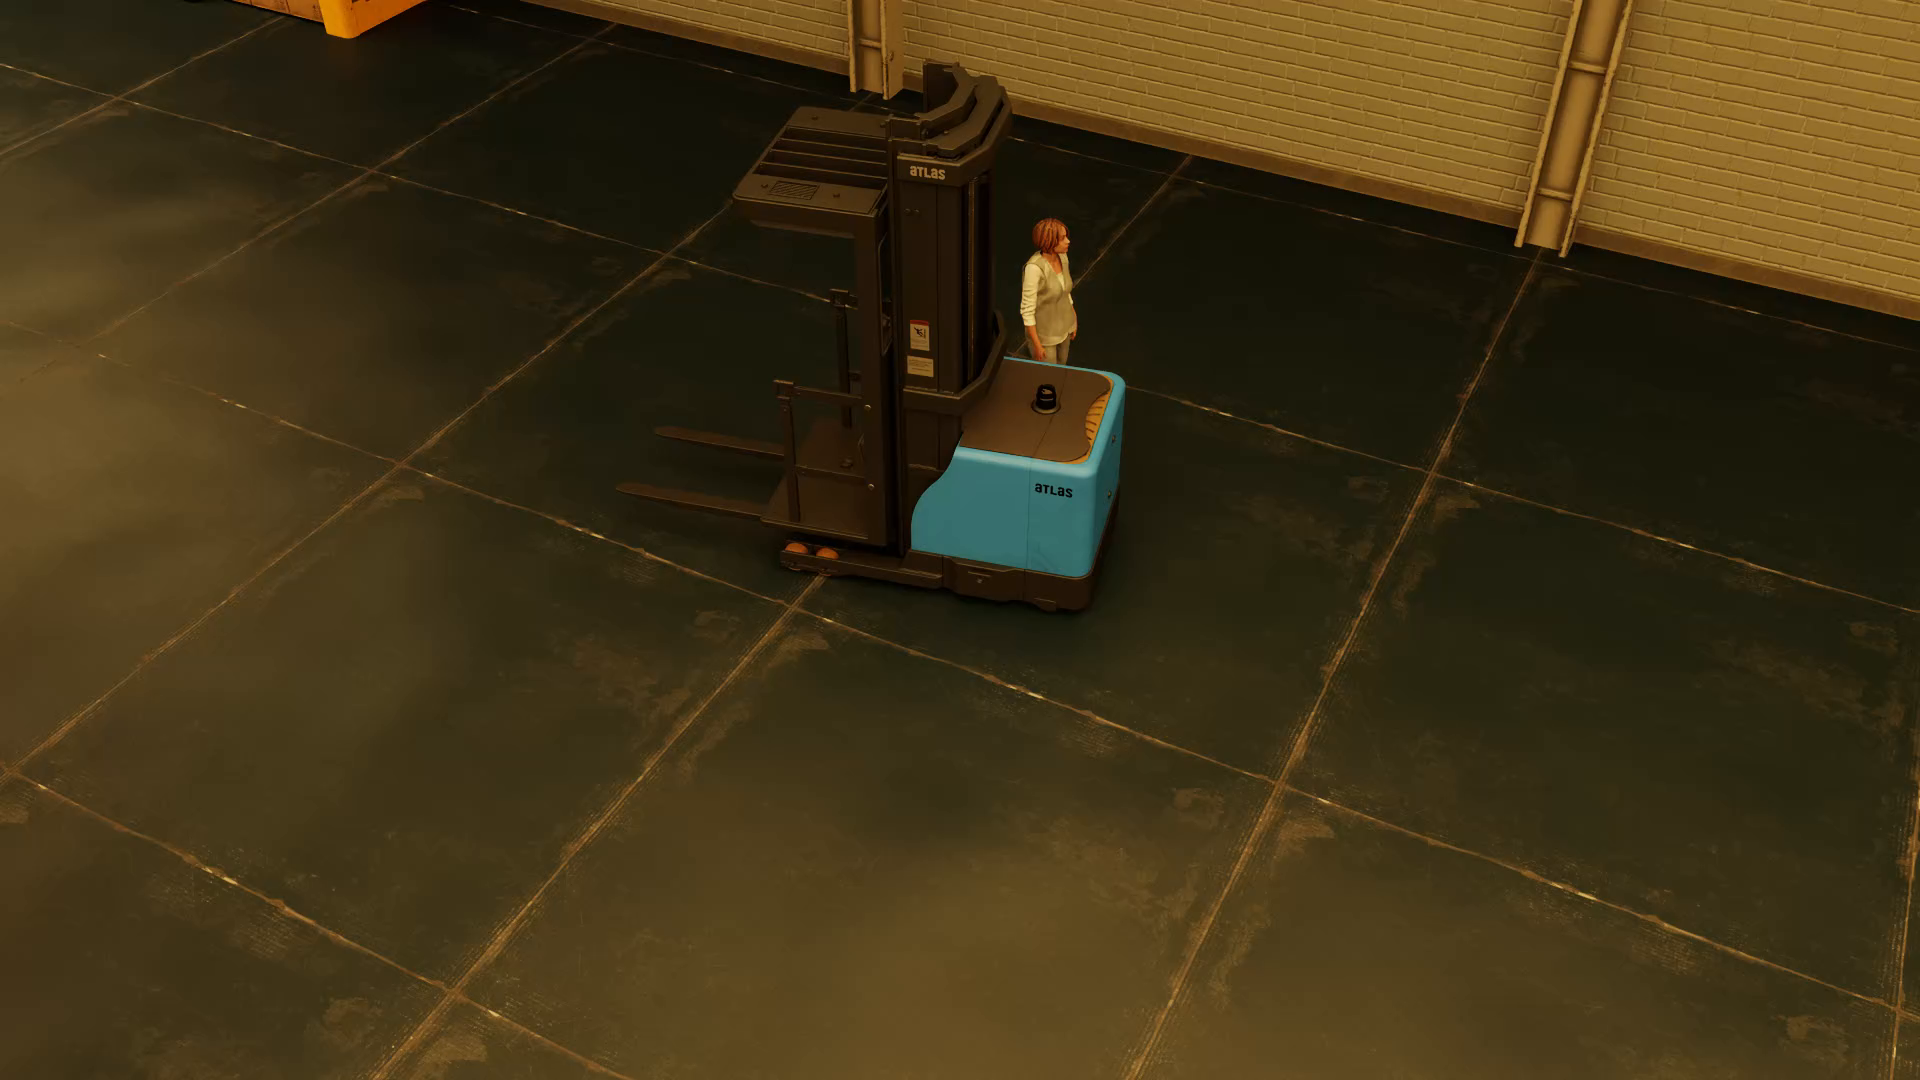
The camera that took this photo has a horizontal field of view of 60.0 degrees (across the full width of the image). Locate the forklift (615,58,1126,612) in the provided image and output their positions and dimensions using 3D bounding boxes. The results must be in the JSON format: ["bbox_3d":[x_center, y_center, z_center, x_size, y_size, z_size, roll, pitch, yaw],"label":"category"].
[{"bbox_3d":[-0.590,-1.223,9.439,3.031,2.935,1.130,10,41,11],"label":"forklift"}]

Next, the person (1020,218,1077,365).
[{"bbox_3d":[0.629,-1.268,10.517,0.476,1.596,0.520,22,45,24],"label":"person"}]
